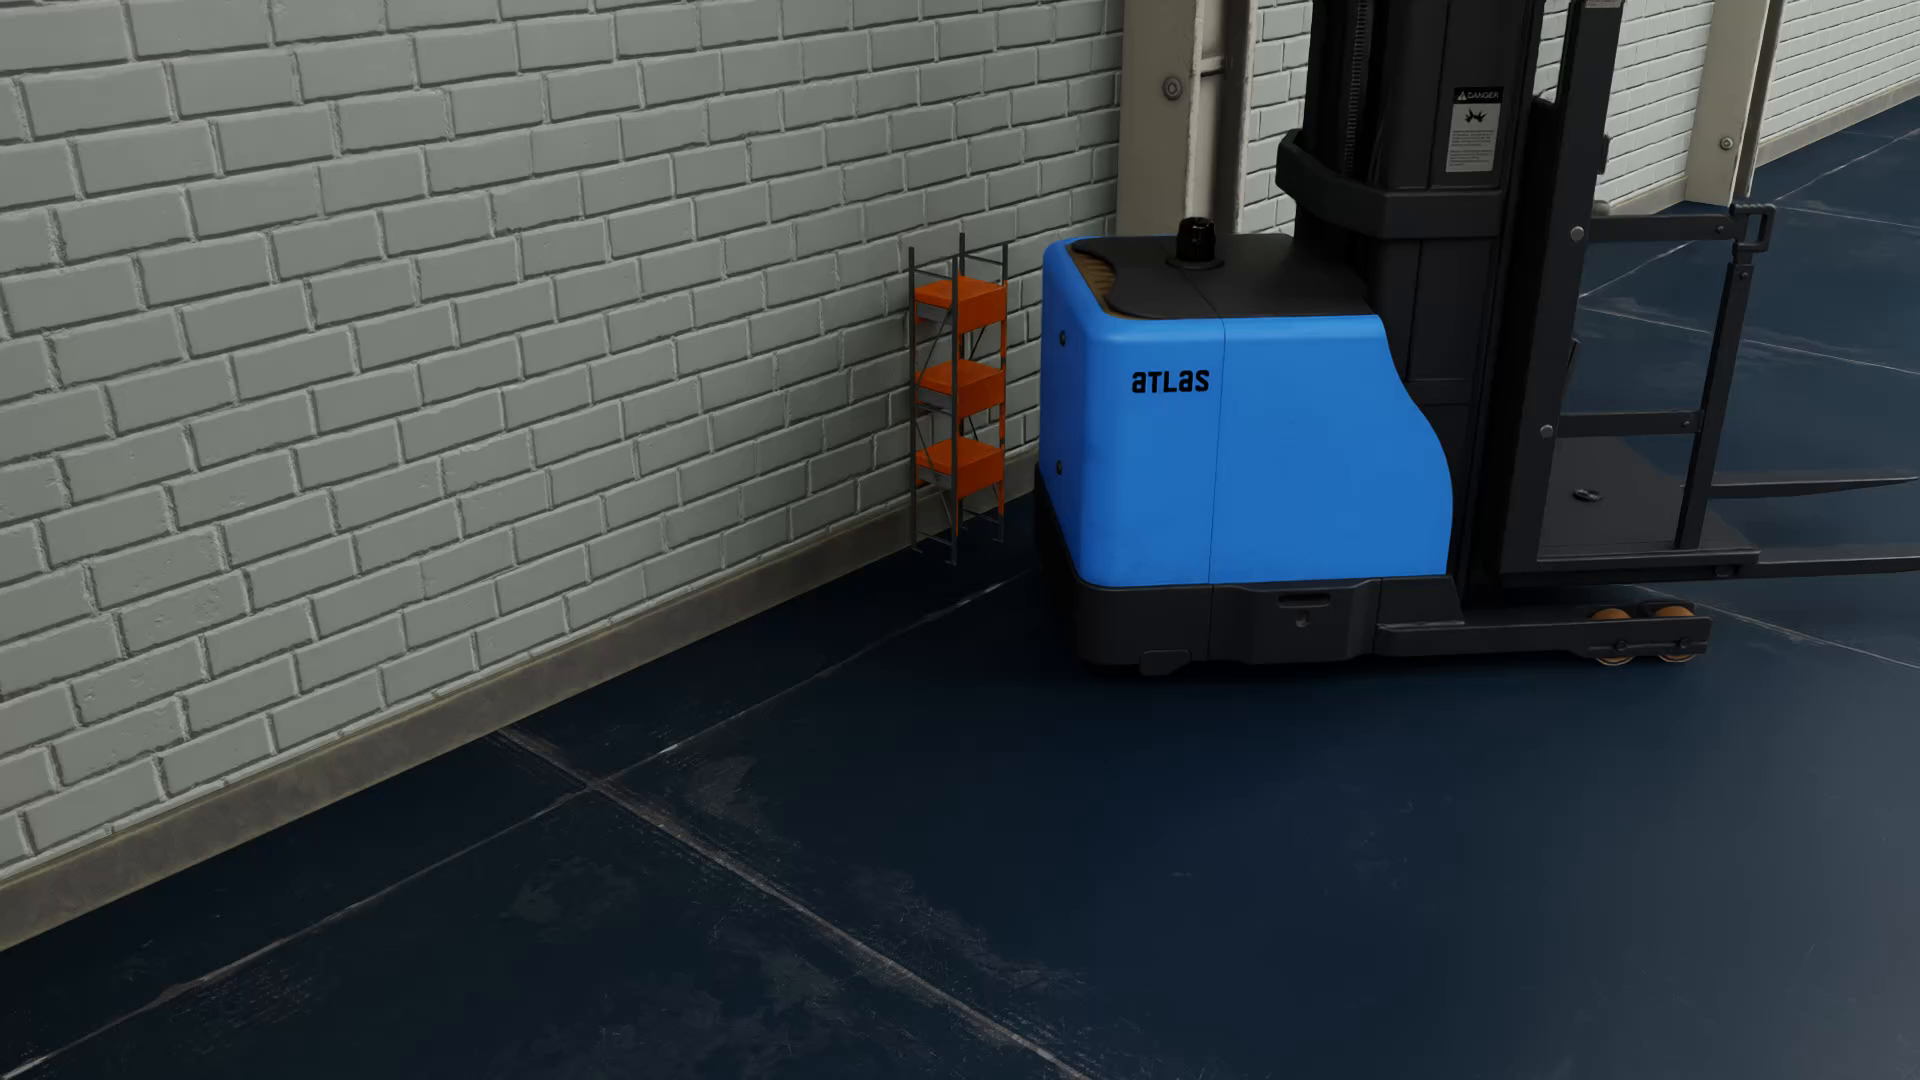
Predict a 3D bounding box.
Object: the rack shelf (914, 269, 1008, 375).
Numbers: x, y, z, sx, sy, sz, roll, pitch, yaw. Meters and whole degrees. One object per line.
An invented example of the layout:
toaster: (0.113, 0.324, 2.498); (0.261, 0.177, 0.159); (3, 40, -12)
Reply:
rack shelf: (-0.005, -0.706, 5.372); (0.215, 0.259, 0.240); (20, 31, 37)

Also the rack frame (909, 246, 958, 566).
rack frame: (-0.087, -0.420, 5.401); (0.200, 1.050, 0.008); (20, 31, 37)

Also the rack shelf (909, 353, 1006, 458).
rack shelf: (-0.007, -0.448, 5.489); (0.215, 0.259, 0.240); (20, 31, 37)

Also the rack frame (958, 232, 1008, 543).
rack frame: (0.074, -0.495, 5.569); (0.200, 1.050, 0.008); (20, 31, 37)

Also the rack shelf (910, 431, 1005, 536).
rack shelf: (-0.008, -0.195, 5.604); (0.215, 0.259, 0.240); (20, 31, 37)

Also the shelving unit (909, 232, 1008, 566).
shelving unit: (-0.006, -0.457, 5.485); (0.215, 1.050, 0.252); (20, 31, 37)

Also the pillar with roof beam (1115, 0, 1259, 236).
pillar with roof beam: (4.022, -3.291, 2.090); (9.100, 9.000, 0.400); (20, 31, 38)

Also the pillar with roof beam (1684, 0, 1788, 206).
pillar with roof beam: (8.027, -5.119, 6.167); (9.100, 9.000, 0.400); (20, 31, 38)

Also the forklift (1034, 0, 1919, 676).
forklift: (1.797, -1.179, 4.796); (3.031, 2.935, 1.130); (-2, 24, -5)
